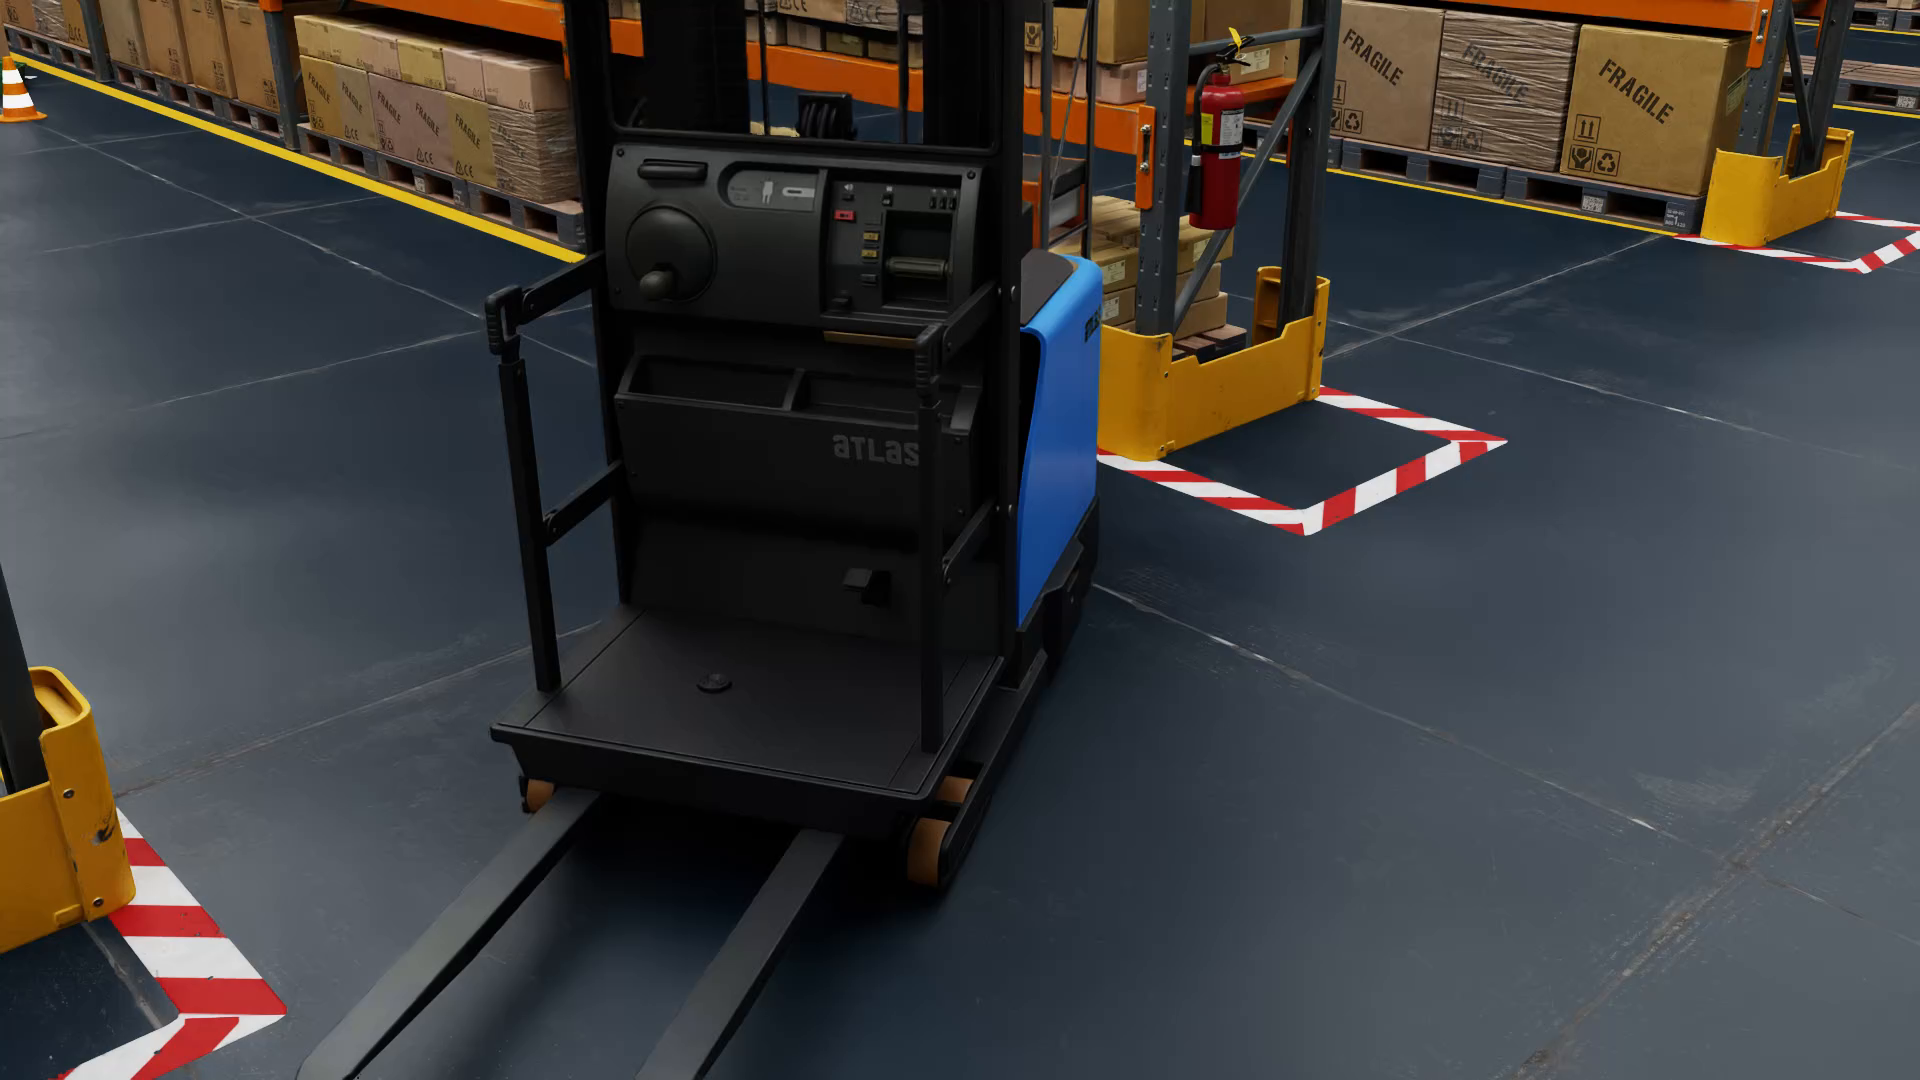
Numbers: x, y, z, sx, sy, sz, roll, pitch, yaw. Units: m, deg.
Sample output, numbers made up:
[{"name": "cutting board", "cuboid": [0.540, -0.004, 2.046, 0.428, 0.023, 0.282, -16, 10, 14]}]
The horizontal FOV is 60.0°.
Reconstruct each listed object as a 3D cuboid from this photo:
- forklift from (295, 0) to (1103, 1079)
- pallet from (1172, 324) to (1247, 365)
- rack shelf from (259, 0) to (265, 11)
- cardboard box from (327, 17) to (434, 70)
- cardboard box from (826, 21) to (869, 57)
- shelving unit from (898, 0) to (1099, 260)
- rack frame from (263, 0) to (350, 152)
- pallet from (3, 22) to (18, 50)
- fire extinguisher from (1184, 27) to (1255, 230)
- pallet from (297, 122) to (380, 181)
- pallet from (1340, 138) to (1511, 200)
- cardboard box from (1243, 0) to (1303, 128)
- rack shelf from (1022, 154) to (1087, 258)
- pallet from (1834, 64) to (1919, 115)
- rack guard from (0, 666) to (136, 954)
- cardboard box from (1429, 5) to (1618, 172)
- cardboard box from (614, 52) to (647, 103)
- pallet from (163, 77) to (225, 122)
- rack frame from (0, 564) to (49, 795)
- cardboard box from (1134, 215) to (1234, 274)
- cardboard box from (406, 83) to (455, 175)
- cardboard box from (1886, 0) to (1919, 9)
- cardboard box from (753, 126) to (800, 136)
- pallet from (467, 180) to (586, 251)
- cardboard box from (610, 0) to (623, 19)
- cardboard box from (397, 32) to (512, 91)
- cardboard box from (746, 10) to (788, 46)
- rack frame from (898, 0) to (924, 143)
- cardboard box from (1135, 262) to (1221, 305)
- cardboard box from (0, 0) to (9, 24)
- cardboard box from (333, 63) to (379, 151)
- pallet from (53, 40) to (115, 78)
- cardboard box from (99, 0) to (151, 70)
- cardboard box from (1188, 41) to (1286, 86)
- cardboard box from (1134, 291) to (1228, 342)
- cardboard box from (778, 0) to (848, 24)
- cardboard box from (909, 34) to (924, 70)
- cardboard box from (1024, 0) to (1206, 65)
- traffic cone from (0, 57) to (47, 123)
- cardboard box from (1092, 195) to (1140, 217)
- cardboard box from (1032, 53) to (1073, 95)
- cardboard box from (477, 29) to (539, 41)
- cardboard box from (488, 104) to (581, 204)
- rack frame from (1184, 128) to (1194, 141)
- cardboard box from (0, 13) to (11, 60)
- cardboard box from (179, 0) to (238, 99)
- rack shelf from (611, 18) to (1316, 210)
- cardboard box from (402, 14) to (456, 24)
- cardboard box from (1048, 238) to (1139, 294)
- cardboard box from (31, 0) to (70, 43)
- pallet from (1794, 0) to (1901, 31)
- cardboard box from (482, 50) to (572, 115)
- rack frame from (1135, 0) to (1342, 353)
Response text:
[{"name": "forklift", "cuboid": [-0.462, -0.691, 3.734, 1.130, 2.935, 3.031, 7, 25, 15]}, {"name": "pallet", "cuboid": [0.489, -0.860, 7.381, 1.003, 0.211, 1.213, -21, 32, -38]}, {"name": "rack shelf", "cuboid": [-5.764, -4.552, 12.980, 1.077, 0.370, 4.000, -21, 32, -38]}, {"name": "cardboard box", "cuboid": [-3.756, -3.237, 10.834, 0.500, 0.250, 0.500, -22, 32, -39]}, {"name": "cardboard box", "cuboid": [-0.368, -2.245, 7.359, 0.380, 0.149, 0.250, -21, 32, -38]}, {"name": "shelving unit", "cuboid": [0.123, -1.019, 5.453, 0.503, 2.100, 0.431, 11, 27, 23]}, {"name": "rack frame", "cuboid": [-4.397, -4.273, 11.503, 1.000, 3.000, 0.127, -21, 32, -38]}, {"name": "pallet", "cuboid": [-9.262, -5.208, 16.912, 1.003, 0.211, 1.213, -21, 32, -38]}, {"name": "fire extinguisher", "cuboid": [0.906, -1.437, 5.829, 0.296, 0.674, 0.183, -21, 32, -38]}, {"name": "pallet", "cuboid": [-3.864, -2.767, 11.562, 1.003, 0.211, 1.213, -21, 32, -38]}, {"name": "pallet", "cuboid": [3.327, -2.547, 11.078, 1.003, 0.211, 1.213, -21, 32, -38]}, {"name": "cardboard box", "cuboid": [2.419, -3.439, 11.729, 0.875, 0.875, 0.875, -21, 32, -38]}, {"name": "rack shelf", "cuboid": [0.123, -1.007, 5.459, 0.480, 0.518, 0.431, 11, 27, 23]}, {"name": "pallet", "cuboid": [7.840, -3.623, 13.438, 1.003, 0.211, 1.213, -21, 32, -38]}, {"name": "rack guard", "cuboid": [-2.457, 0.730, 3.548, 1.175, 0.500, 0.348, -21, 32, -38]}, {"name": "cardboard box", "cuboid": [3.642, -2.897, 10.541, 0.875, 0.875, 0.875, -21, 32, -38]}, {"name": "cardboard box", "cuboid": [-1.976, -2.755, 9.777, 0.500, 0.250, 0.500, 22, 33, 39]}, {"name": "pallet", "cuboid": [-5.711, -3.634, 13.462, 1.003, 0.211, 1.213, -21, 32, -38]}, {"name": "rack frame", "cuboid": [-2.474, -0.415, 3.045, 1.000, 3.000, 0.127, -21, 32, -38]}, {"name": "cardboard box", "cuboid": [0.960, -1.269, 7.130, 0.250, 0.149, 0.380, 22, 32, 39]}, {"name": "cardboard box", "cuboid": [-3.051, -2.580, 10.297, 0.500, 0.500, 0.500, -22, 33, -40]}, {"name": "cardboard box", "cuboid": [9.988, -5.710, 17.536, 0.380, 0.166, 0.250, -21, 32, -38]}, {"name": "cardboard box", "cuboid": [-1.027, -2.126, 9.008, 0.380, 0.149, 0.250, -21, 32, -38]}, {"name": "pallet", "cuboid": [-2.197, -2.028, 9.941, 1.003, 0.211, 1.213, -21, 32, -38]}, {"name": "cardboard box", "cuboid": [-1.709, -2.768, 8.507, 0.380, 0.149, 0.250, -20, 31, -37]}, {"name": "cardboard box", "cuboid": [-3.070, -2.926, 10.152, 0.500, 0.250, 0.500, 22, 33, 39]}, {"name": "cardboard box", "cuboid": [-0.773, -2.383, 7.663, 0.380, 0.149, 0.250, -20, 31, -36]}, {"name": "rack frame", "cuboid": [-0.097, -1.063, 5.550, 0.015, 2.100, 0.400, 11, 27, 23]}, {"name": "cardboard box", "cuboid": [0.900, -1.110, 7.140, 0.380, 0.149, 0.250, -20, 31, -36]}, {"name": "cardboard box", "cuboid": [-9.354, -5.735, 16.760, 0.875, 0.875, 0.875, -21, 32, -38]}, {"name": "cardboard box", "cuboid": [-3.754, -2.889, 10.974, 0.500, 0.500, 0.500, -21, 32, -38]}, {"name": "pallet", "cuboid": [-7.594, -4.469, 15.292, 1.003, 0.211, 1.213, -21, 32, -38]}, {"name": "cardboard box", "cuboid": [-6.641, -4.490, 14.183, 1.050, 0.750, 0.750, -21, 32, -39]}, {"name": "cardboard box", "cuboid": [1.088, -1.926, 6.661, 0.380, 0.149, 0.250, -22, 32, -39]}, {"name": "cardboard box", "cuboid": [0.946, -0.993, 7.241, 0.380, 0.149, 0.250, -20, 32, -37]}, {"name": "cardboard box", "cuboid": [-0.460, -2.556, 7.259, 0.500, 0.500, 0.500, -19, 31, -36]}, {"name": "cardboard box", "cuboid": [-0.034, -2.070, 6.977, 0.250, 0.149, 0.380, 22, 33, 39]}, {"name": "cardboard box", "cuboid": [0.576, -2.093, 6.246, 0.500, 0.500, 0.500, -20, 32, -37]}, {"name": "traffic cone", "cuboid": [-7.317, -3.496, 12.856, 0.336, 0.463, 0.334, -21, 32, -38]}, {"name": "cardboard box", "cuboid": [0.606, -1.431, 7.485, 0.380, 0.149, 0.250, -21, 32, -39]}, {"name": "cardboard box", "cuboid": [0.499, -1.840, 6.471, 0.380, 0.149, 0.250, -21, 32, -39]}, {"name": "cardboard box", "cuboid": [-2.687, -3.071, 10.471, 0.500, 0.250, 0.500, -20, 31, -37]}, {"name": "cardboard box", "cuboid": [-2.353, -2.268, 9.613, 0.500, 0.500, 0.500, -22, 32, -39]}, {"name": "rack frame", "cuboid": [2.026, -4.438, 11.864, 1.000, 3.000, 0.127, -21, 32, -38]}, {"name": "cardboard box", "cuboid": [-8.941, -4.528, 15.070, 0.500, 0.500, 0.500, -15, 29, -30]}, {"name": "cardboard box", "cuboid": [-5.348, -3.915, 12.921, 1.050, 0.750, 0.750, -21, 32, -38]}, {"name": "rack shelf", "cuboid": [-0.296, -2.128, 7.667, 1.077, 0.370, 4.000, -21, 32, -38]}, {"name": "cardboard box", "cuboid": [-3.385, -3.385, 11.159, 0.500, 0.250, 0.500, -21, 32, -38]}, {"name": "cardboard box", "cuboid": [0.524, -1.103, 6.765, 0.380, 0.149, 0.250, -21, 32, -38]}, {"name": "cardboard box", "cuboid": [-8.129, -5.192, 15.571, 0.875, 0.875, 0.875, -21, 32, -38]}, {"name": "pallet", "cuboid": [9.729, -5.770, 18.143, 1.003, 0.211, 1.213, -21, 32, -38]}, {"name": "cardboard box", "cuboid": [-2.357, -2.610, 9.460, 0.500, 0.250, 0.500, -22, 33, -40]}, {"name": "rack frame", "cuboid": [1.071, -1.849, 6.190, 1.000, 3.000, 0.127, -21, 32, -38]}]
